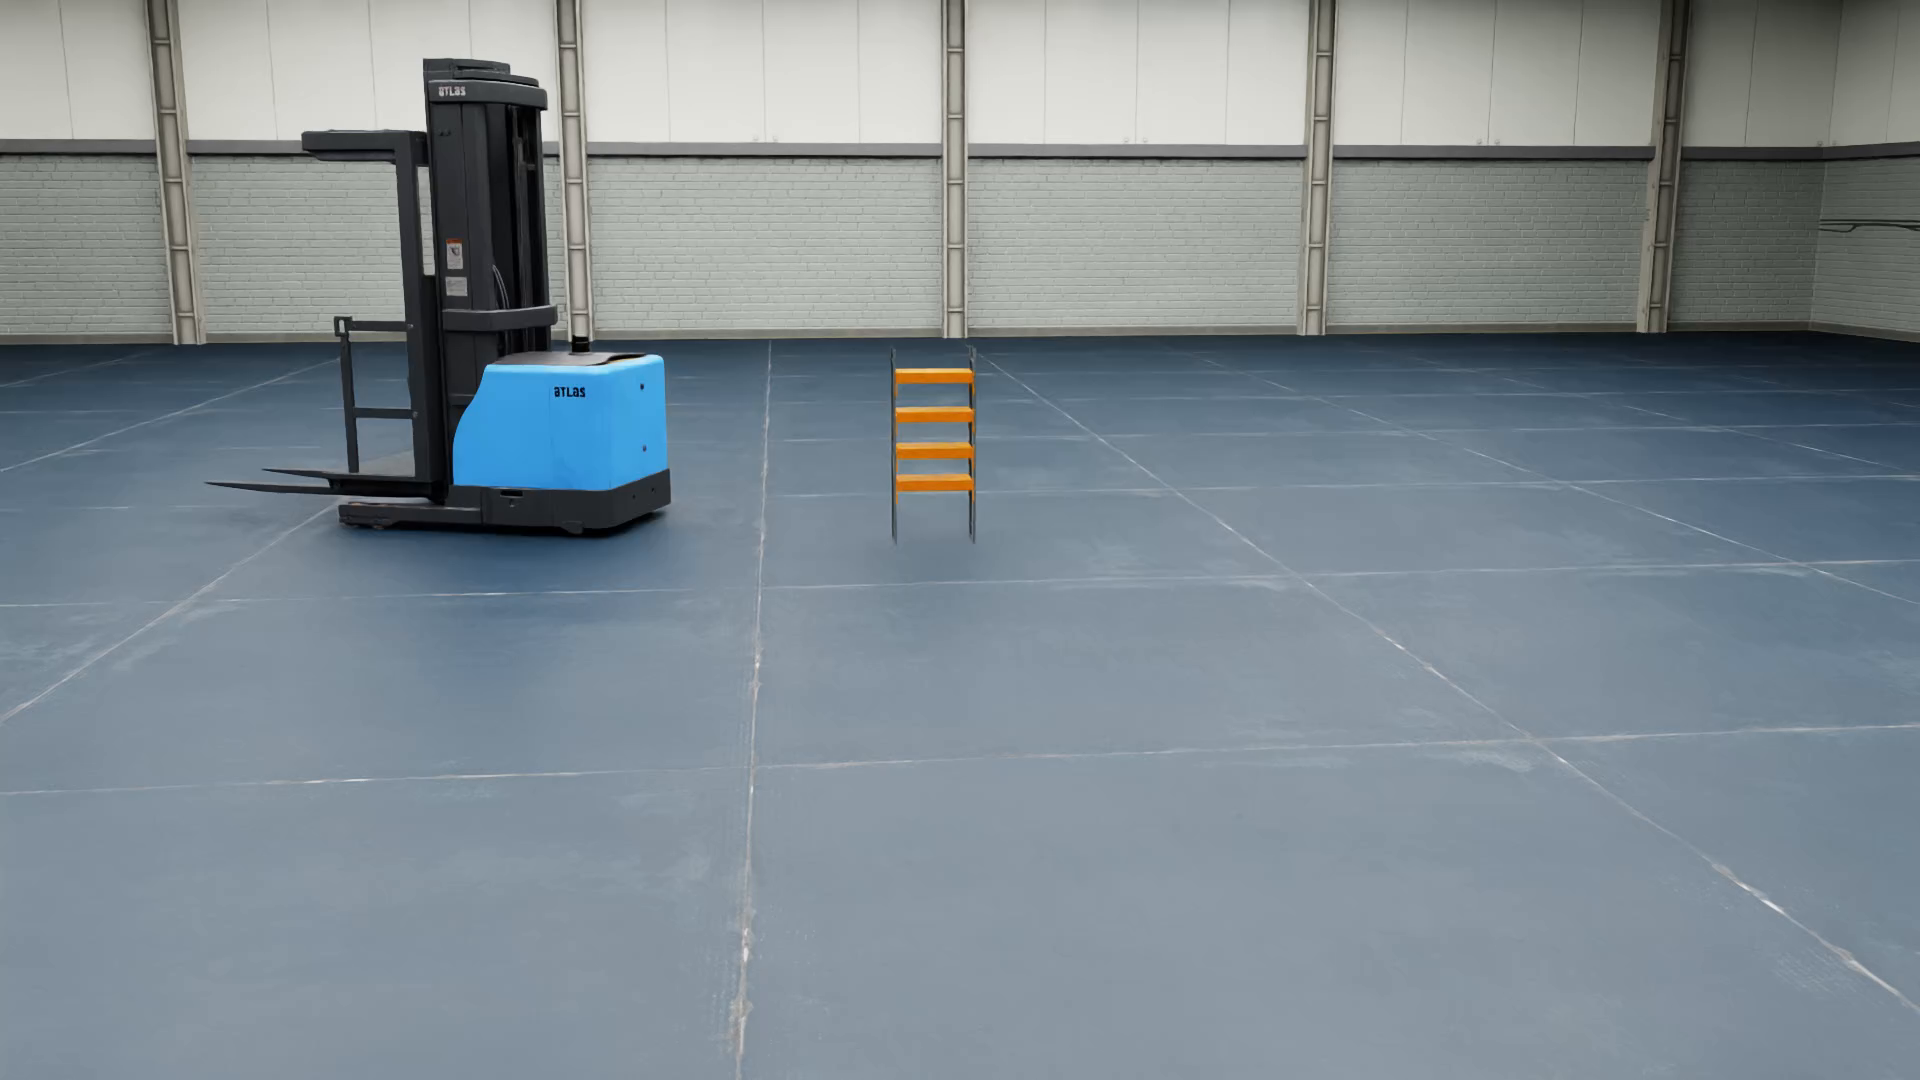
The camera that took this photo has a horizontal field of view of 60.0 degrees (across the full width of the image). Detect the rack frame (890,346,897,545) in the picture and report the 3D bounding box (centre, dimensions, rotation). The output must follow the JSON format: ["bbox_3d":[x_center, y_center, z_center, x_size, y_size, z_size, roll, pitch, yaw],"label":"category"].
[{"bbox_3d":[-0.407,-0.580,10.209,0.015,1.200,0.240,-1,11,-6],"label":"rack frame"}]

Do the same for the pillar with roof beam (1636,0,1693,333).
[{"bbox_3d":[12.310,-7.156,23.439,0.400,9.000,9.100,-1,11,-6],"label":"pillar with roof beam"}]

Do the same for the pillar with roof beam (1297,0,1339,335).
[{"bbox_3d":[6.345,-7.031,22.803,0.400,9.000,9.100,-1,11,-6],"label":"pillar with roof beam"}]

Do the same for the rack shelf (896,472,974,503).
[{"bbox_3d":[-0.165,-0.324,10.286,0.480,0.148,0.258,-1,11,-6],"label":"rack shelf"}]

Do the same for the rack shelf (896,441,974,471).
[{"bbox_3d":[-0.165,-0.519,10.248,0.480,0.148,0.258,-1,11,-6],"label":"rack shelf"}]

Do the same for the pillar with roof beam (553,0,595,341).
[{"bbox_3d":[-5.585,-6.781,21.531,0.400,9.000,9.100,-1,11,-6],"label":"pillar with roof beam"}]

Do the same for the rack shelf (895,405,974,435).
[{"bbox_3d":[-0.165,-0.739,10.205,0.480,0.148,0.258,-1,11,-6],"label":"rack shelf"}]

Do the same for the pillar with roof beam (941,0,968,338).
[{"bbox_3d":[0.380,-6.906,22.167,0.400,9.000,9.100,-1,11,-6],"label":"pillar with roof beam"}]

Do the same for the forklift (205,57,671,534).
[{"bbox_3d":[-3.531,-1.601,10.913,3.031,2.935,1.130,3,11,13],"label":"forklift"}]

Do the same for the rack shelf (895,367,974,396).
[{"bbox_3d":[-0.165,-0.971,10.159,0.480,0.148,0.258,-1,11,-6],"label":"rack shelf"}]

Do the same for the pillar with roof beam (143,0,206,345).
[{"bbox_3d":[-11.550,-6.656,20.895,0.400,9.000,9.100,-1,11,-6],"label":"pillar with roof beam"}]

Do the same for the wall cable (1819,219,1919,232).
[{"bbox_3d":[14.916,-6.265,26.960,0.112,2.526,3.097,-1,11,-6],"label":"wall cable"}]

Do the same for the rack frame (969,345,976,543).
[{"bbox_3d":[0.078,-0.590,10.261,0.015,1.200,0.240,-1,11,-6],"label":"rack frame"}]

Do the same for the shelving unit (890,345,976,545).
[{"bbox_3d":[-0.165,-0.585,10.235,0.503,1.200,0.258,-1,11,-6],"label":"shelving unit"}]
